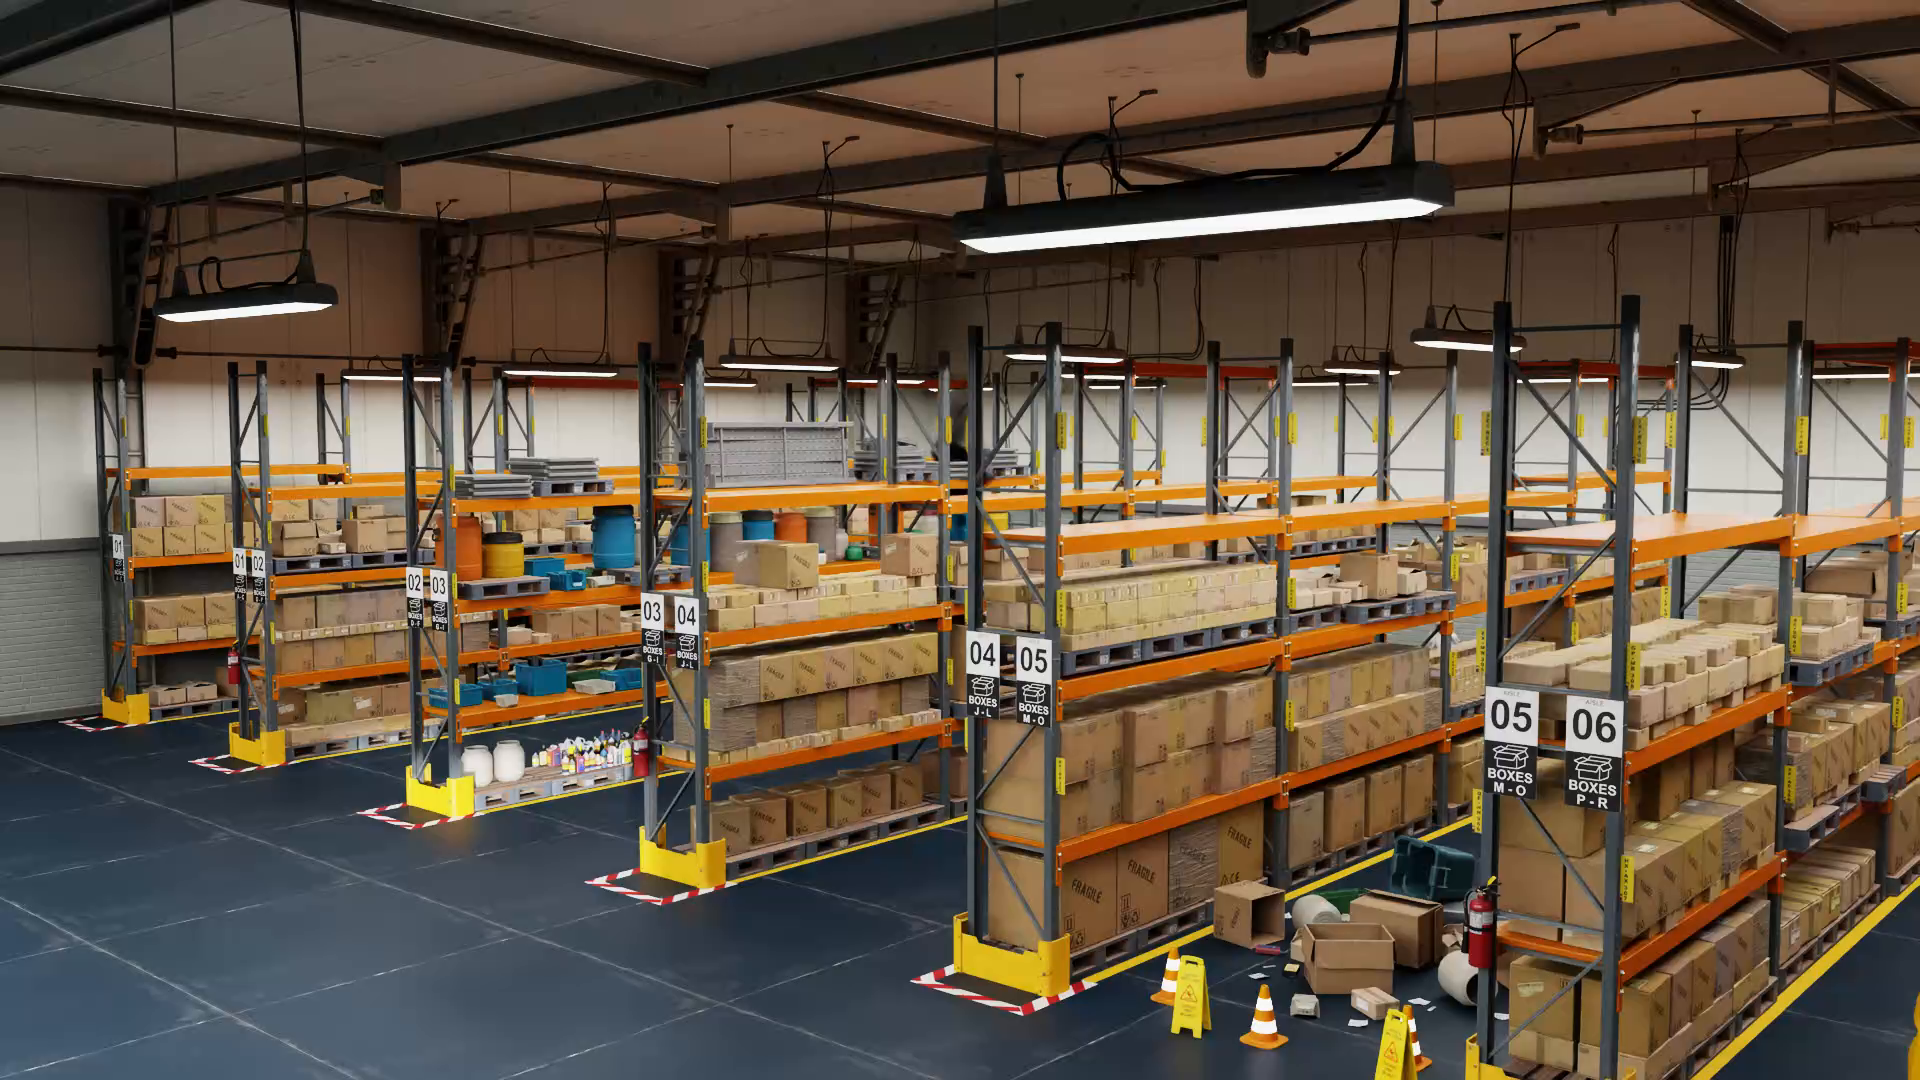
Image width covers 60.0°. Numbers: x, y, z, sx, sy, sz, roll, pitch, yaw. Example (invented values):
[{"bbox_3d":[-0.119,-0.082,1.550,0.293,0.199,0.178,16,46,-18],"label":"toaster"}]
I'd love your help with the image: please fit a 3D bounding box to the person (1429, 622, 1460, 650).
[{"bbox_3d":[8.651,2.183,29.541,0.620,1.604,0.477,1,4,15],"label":"person"}]
